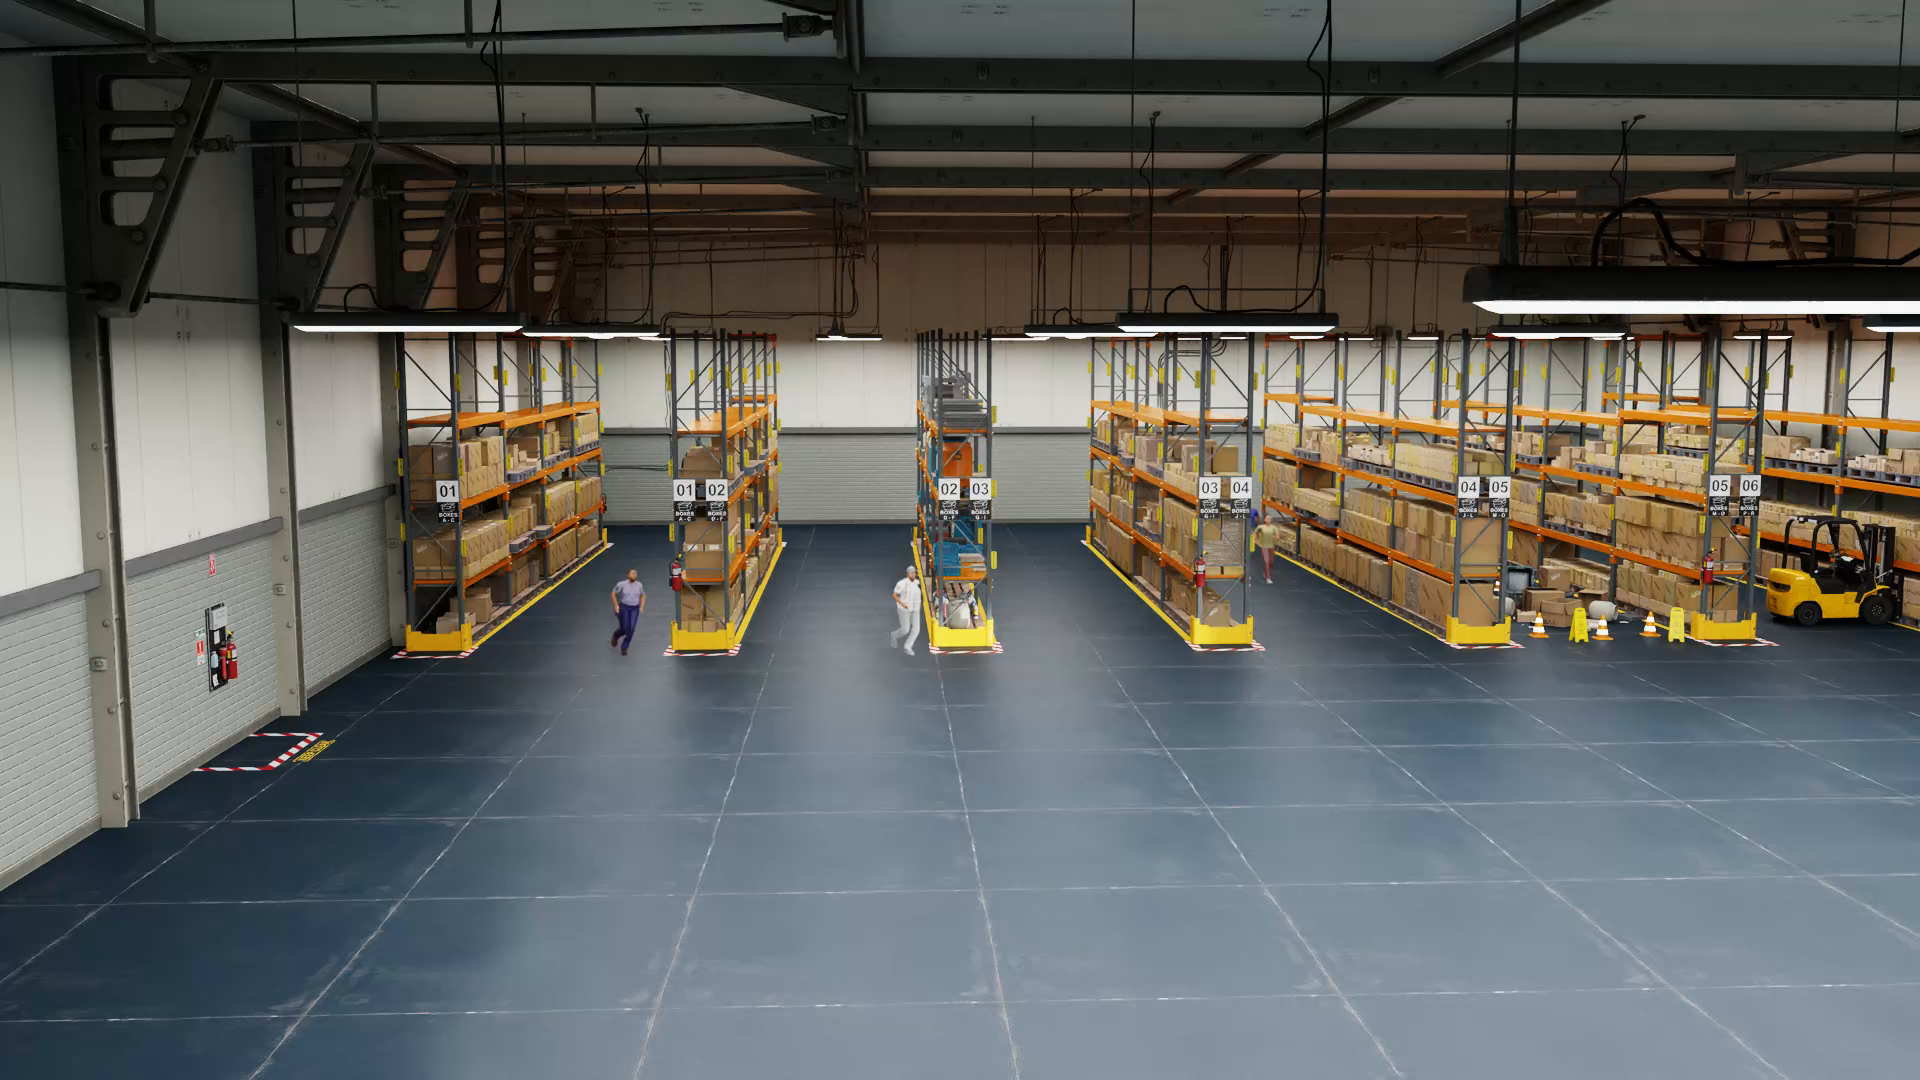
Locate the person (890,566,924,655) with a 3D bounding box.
[{"bbox_3d":[-0.960,1.293,30.921,0.628,1.633,0.582,-4,8,-33],"label":"person"}]

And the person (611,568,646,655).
[{"bbox_3d":[-6.130,1.320,30.882,0.651,1.557,0.560,-4,8,-29],"label":"person"}]

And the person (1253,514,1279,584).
[{"bbox_3d":[7.378,0.188,39.957,0.586,1.645,0.914,-1,7,-6],"label":"person"}]

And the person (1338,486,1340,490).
[{"bbox_3d":[10.652,-0.630,46.636,0.634,1.789,0.893,-1,7,-6],"label":"person"}]

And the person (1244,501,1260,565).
[{"bbox_3d":[7.558,-0.211,43.551,0.595,1.734,0.759,0,7,2],"label":"person"}]
